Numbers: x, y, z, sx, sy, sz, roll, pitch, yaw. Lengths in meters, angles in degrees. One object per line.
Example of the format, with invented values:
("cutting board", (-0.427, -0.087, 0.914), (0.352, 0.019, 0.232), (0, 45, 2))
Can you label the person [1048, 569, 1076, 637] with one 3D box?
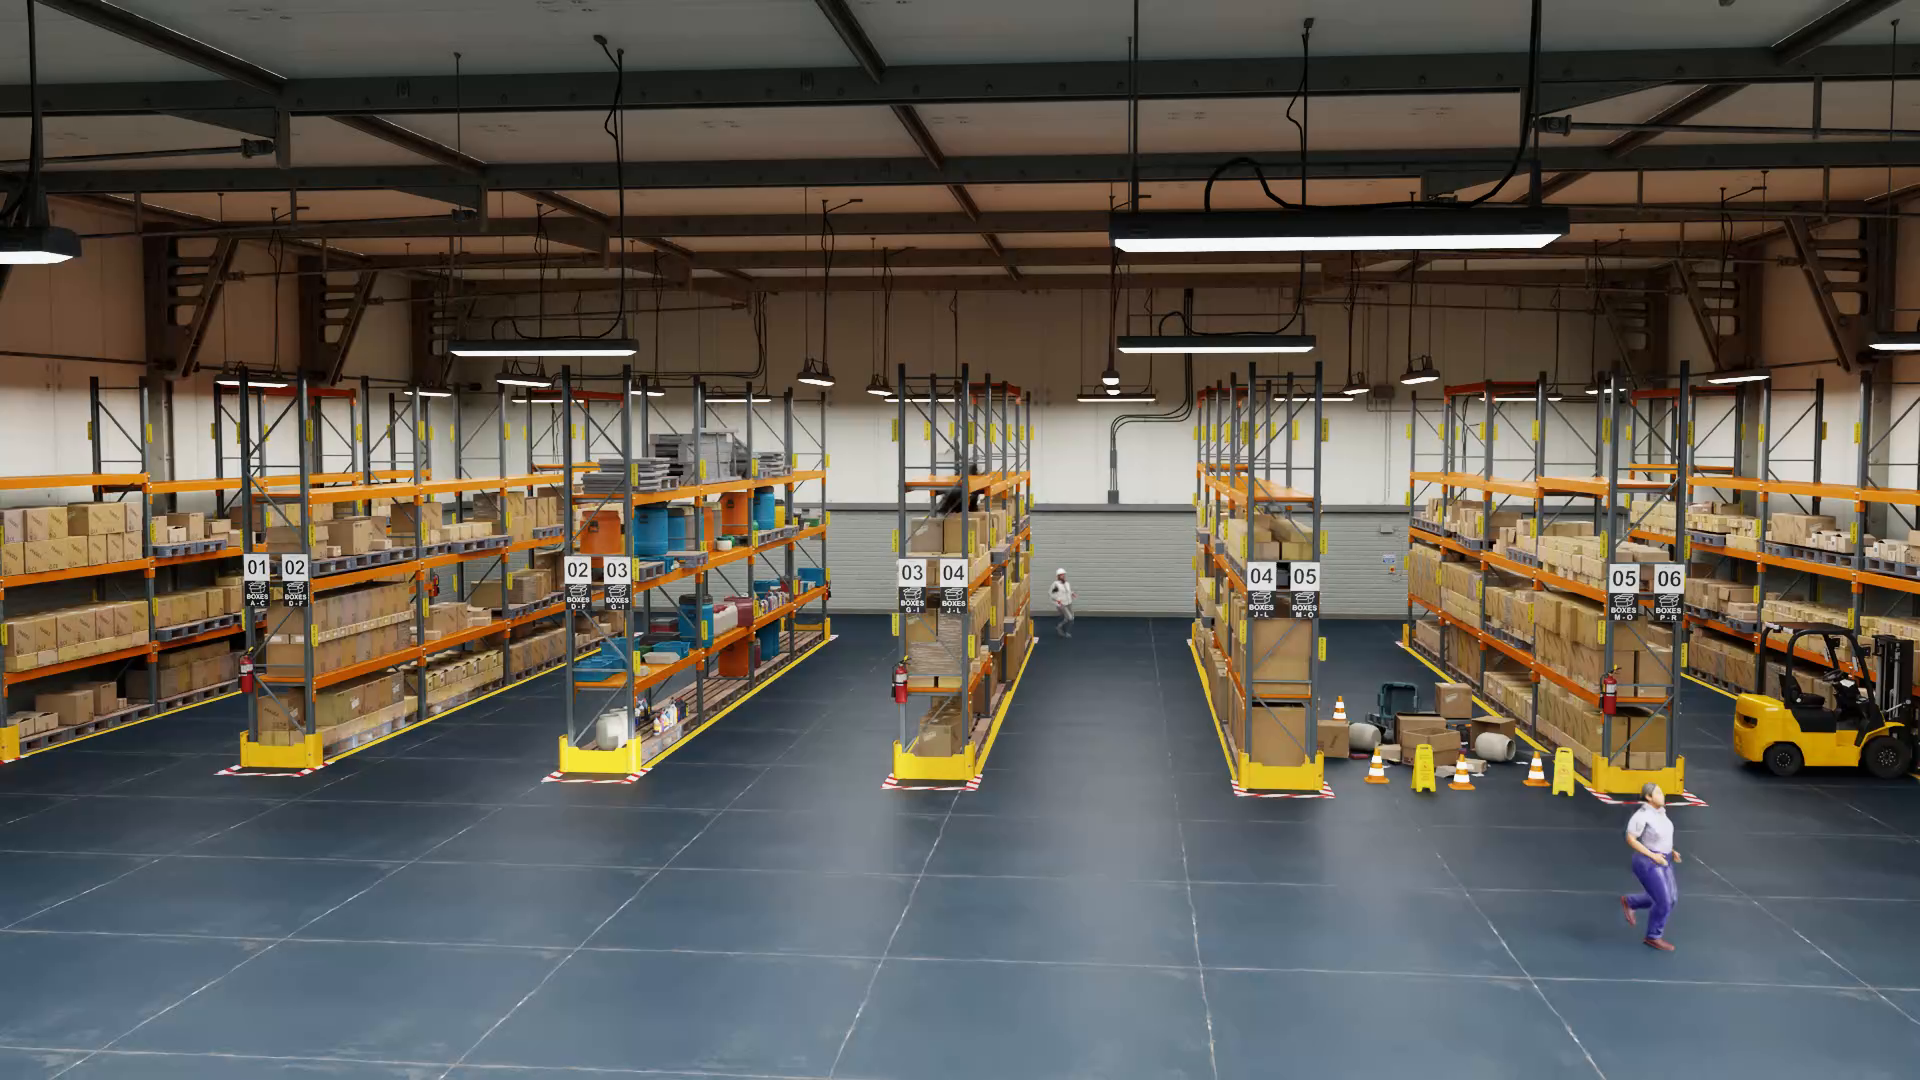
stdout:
("person", (2.546, 1.545, 40.584), (0.556, 1.702, 0.663), (3, 5, 43))

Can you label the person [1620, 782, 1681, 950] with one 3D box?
("person", (6.726, 3.169, 16.289), (0.608, 1.611, 0.592), (-4, 5, -44))
